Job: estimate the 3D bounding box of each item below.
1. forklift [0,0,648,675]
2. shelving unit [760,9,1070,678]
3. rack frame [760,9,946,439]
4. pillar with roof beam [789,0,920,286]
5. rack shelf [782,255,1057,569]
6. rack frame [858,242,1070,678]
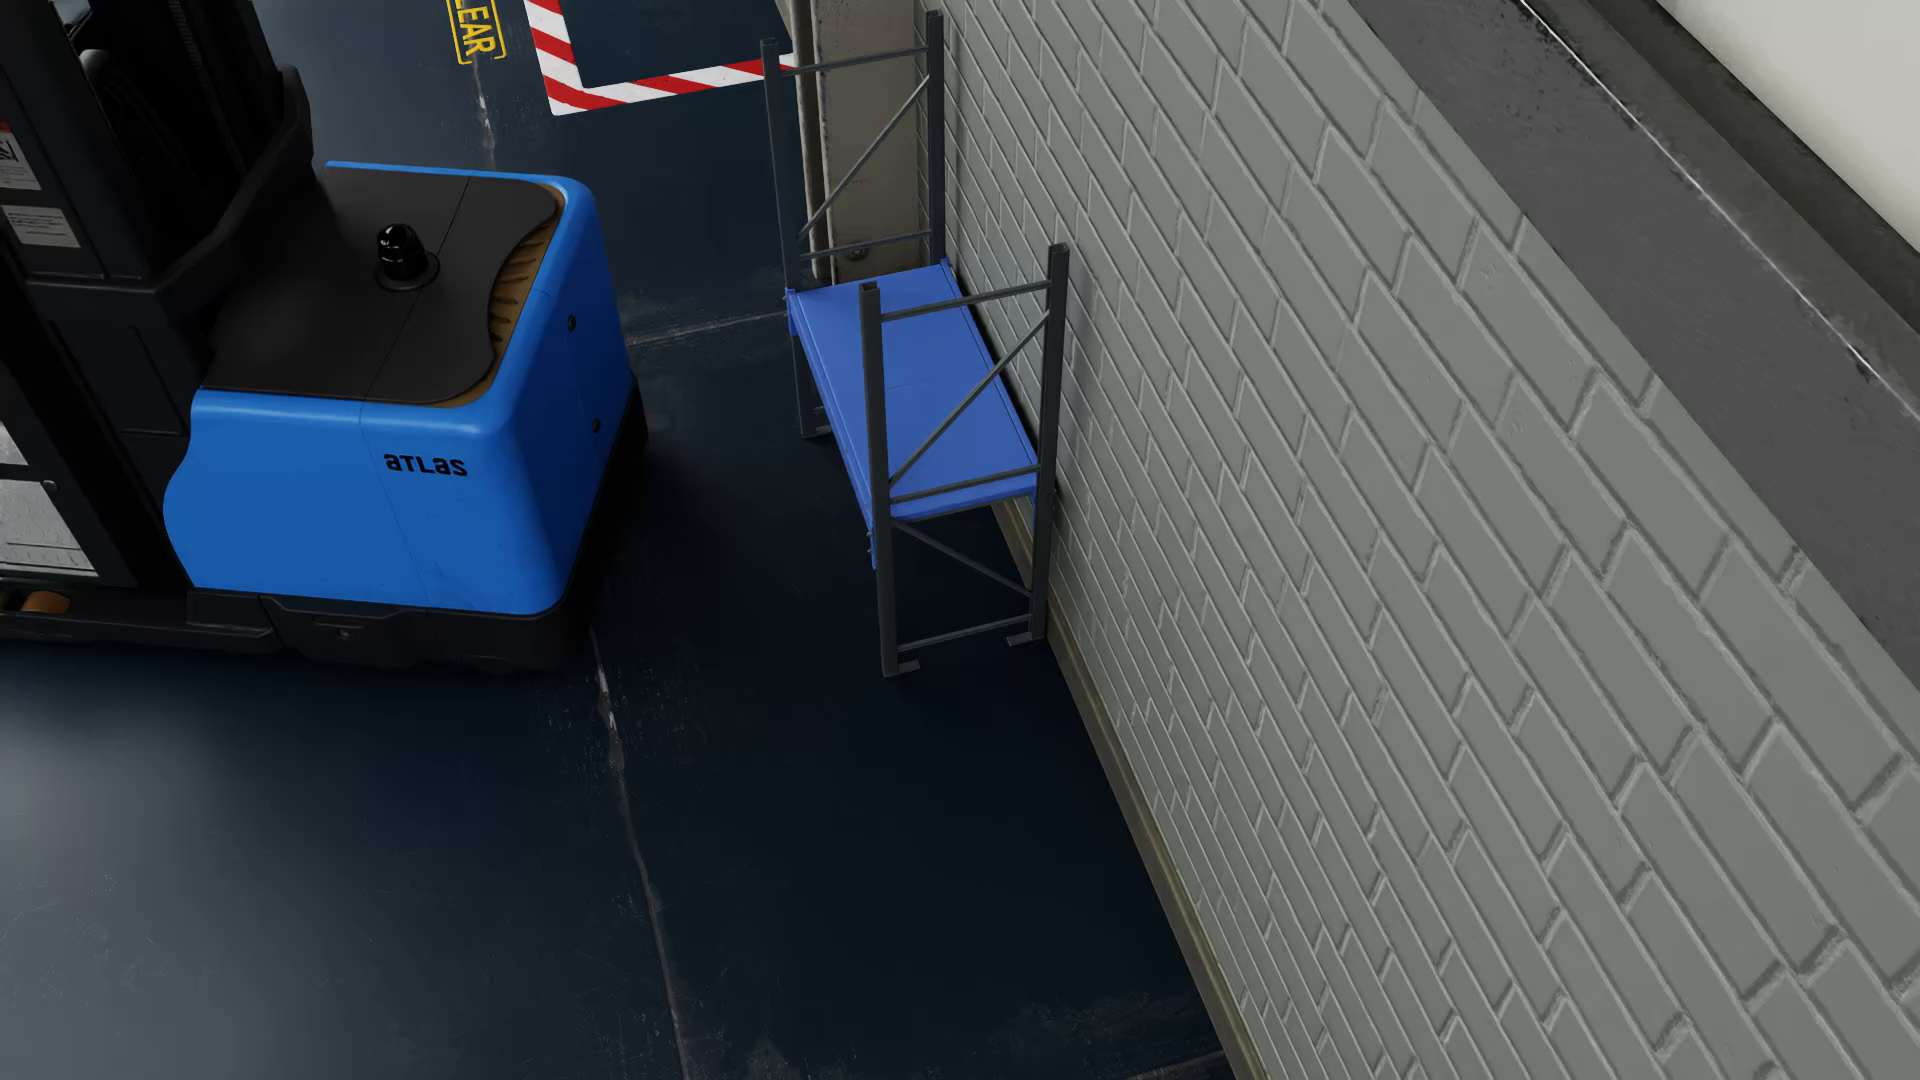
[{"bbox_3d":[-2.573,-1.036,4.206,3.031,2.935,1.130,5,50,4],"label":"forklift"},{"bbox_3d":[-0.138,-0.515,4.703,0.538,1.500,1.048,-13,51,-11],"label":"shelving unit"},{"bbox_3d":[-0.287,-0.886,5.016,0.500,1.500,0.032,-13,51,-11],"label":"rack frame"},{"bbox_3d":[-4.448,-2.809,1.733,9.100,9.000,0.400,-13,51,-11],"label":"pillar with roof beam"},{"bbox_3d":[-0.138,-0.399,4.841,0.538,0.185,1.000,-13,51,-11],"label":"rack shelf"},{"bbox_3d":[0.012,-0.144,4.390,0.500,1.500,0.032,-13,51,-11],"label":"rack frame"}]
